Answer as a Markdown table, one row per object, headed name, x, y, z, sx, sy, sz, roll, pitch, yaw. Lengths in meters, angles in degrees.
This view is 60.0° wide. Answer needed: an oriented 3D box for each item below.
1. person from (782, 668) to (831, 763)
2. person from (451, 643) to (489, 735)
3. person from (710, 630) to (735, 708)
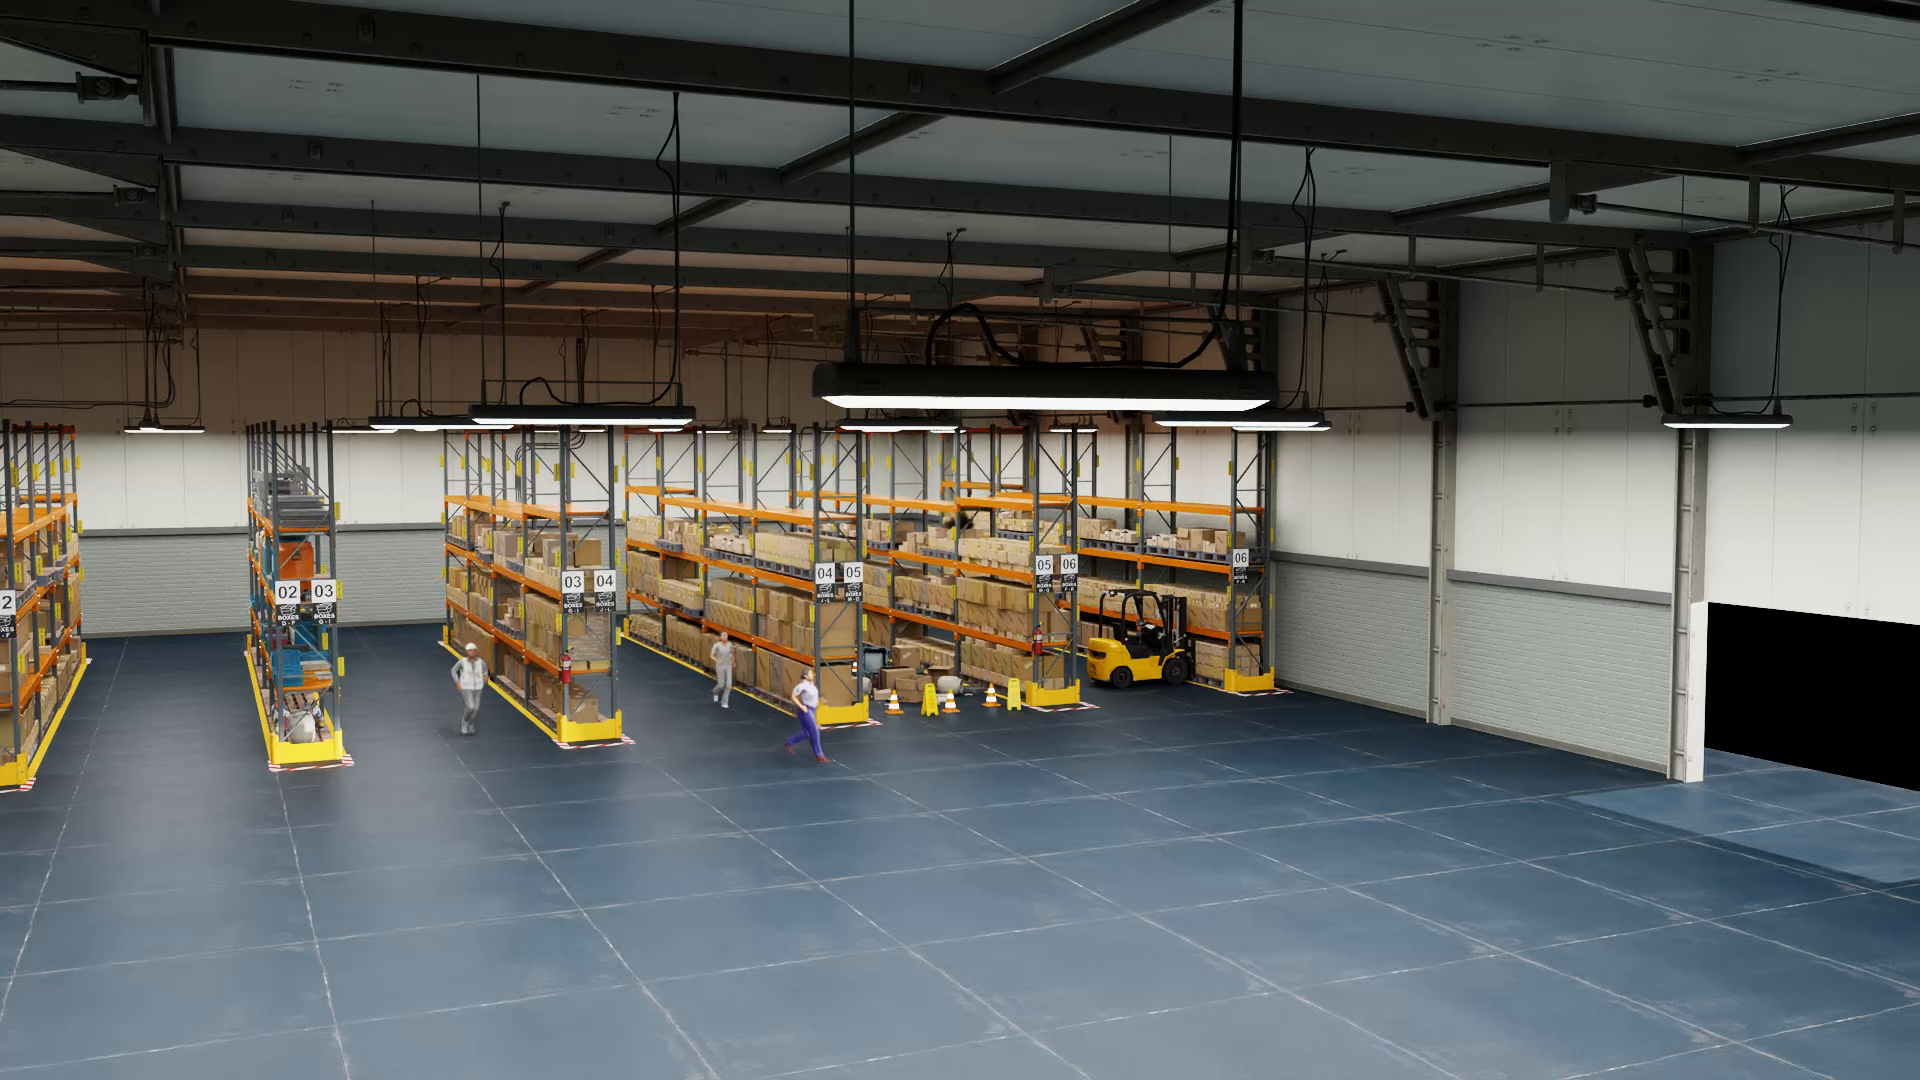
| name | x | y | z | sx | sy | sz | roll | pitch | yaw |
| --- | --- | --- | --- | --- | --- | --- | --- | --- | --- |
| person | -2.703 | 3.076 | 29.269 | 0.897 | 1.659 | 0.607 | 1 | 4 | 9 |
| person | -9.341 | 2.851 | 31.869 | 0.658 | 1.758 | 0.677 | -3 | 5 | -38 |
| person | -5.003 | 2.711 | 35.130 | 0.563 | 1.628 | 0.639 | -2 | 4 | -31 |
